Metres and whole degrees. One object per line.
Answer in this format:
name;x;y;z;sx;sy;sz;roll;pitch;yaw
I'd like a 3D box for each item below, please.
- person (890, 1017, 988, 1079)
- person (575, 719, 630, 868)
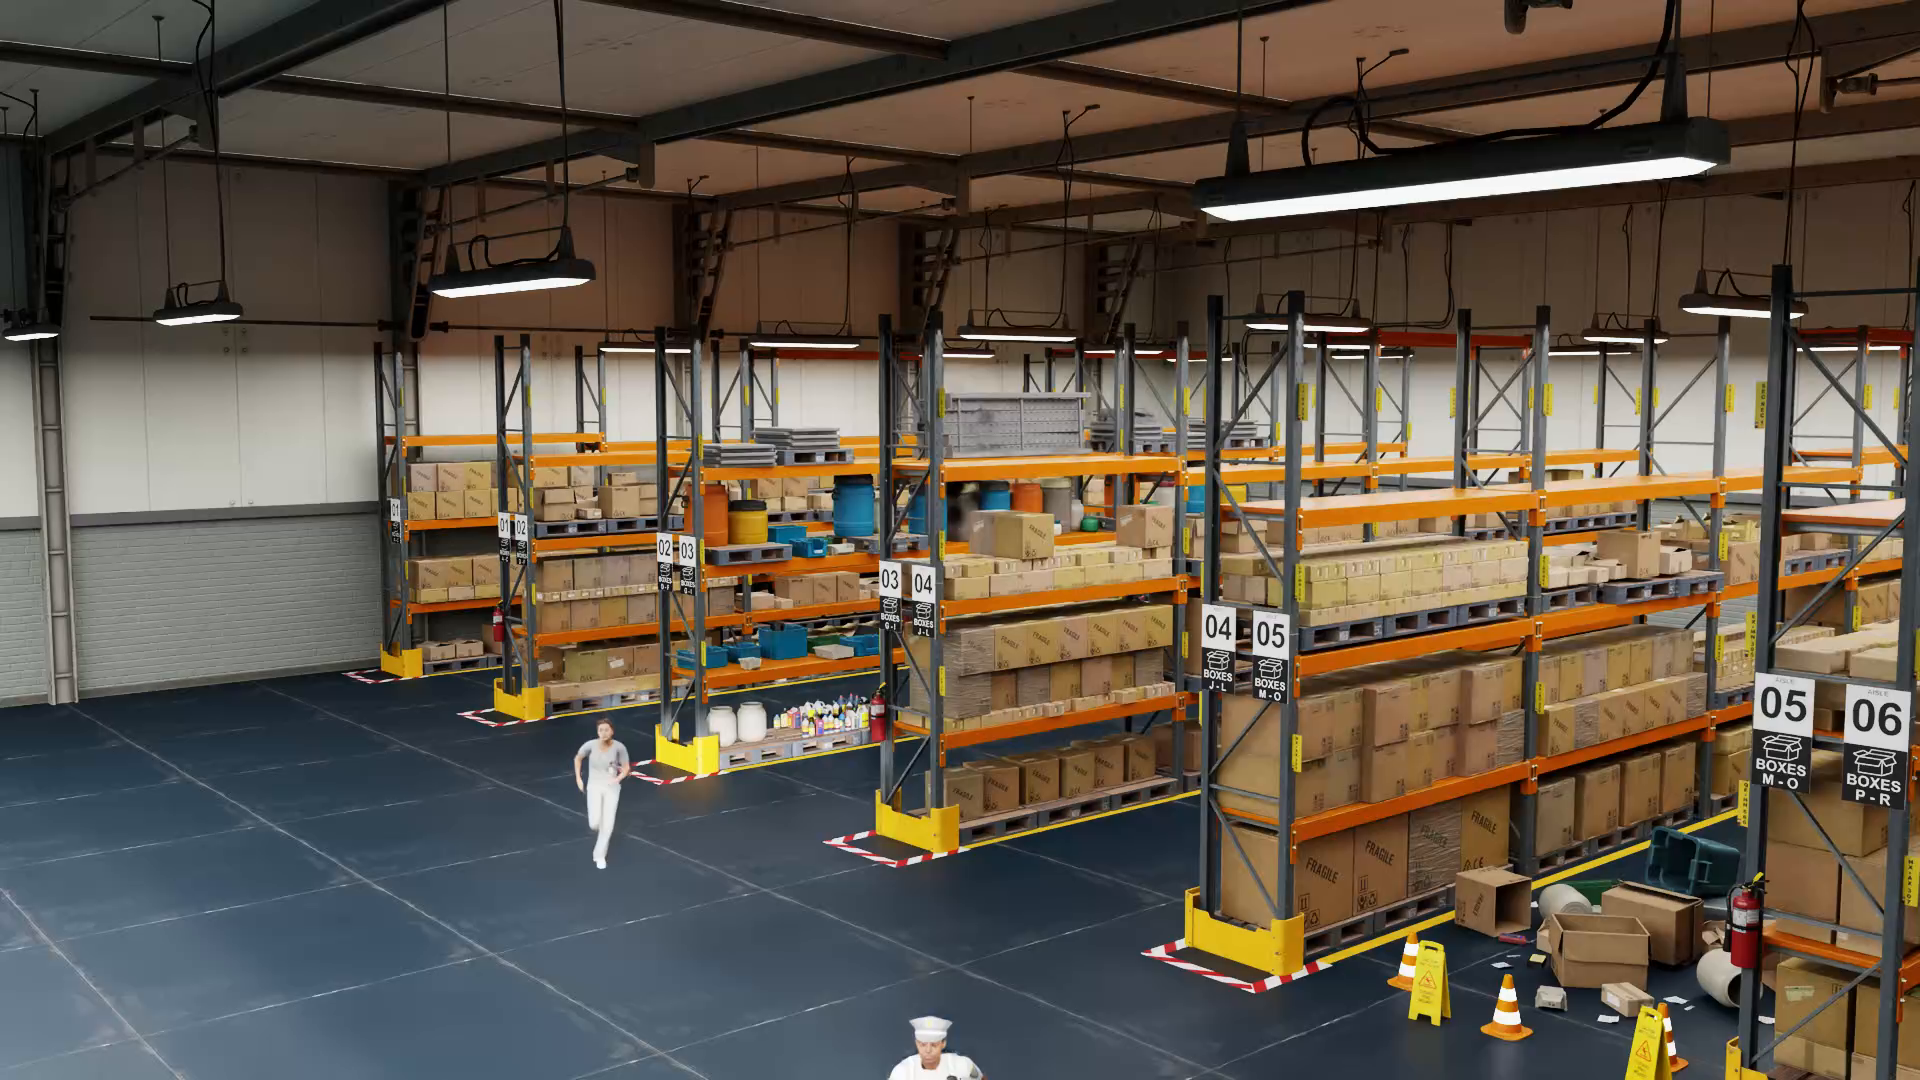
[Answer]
person;-0.148;3.491;9.412;0.609;1.742;0.894;0;5;3
person;-3.886;2.745;18.094;0.600;1.596;0.662;-1;5;-7
